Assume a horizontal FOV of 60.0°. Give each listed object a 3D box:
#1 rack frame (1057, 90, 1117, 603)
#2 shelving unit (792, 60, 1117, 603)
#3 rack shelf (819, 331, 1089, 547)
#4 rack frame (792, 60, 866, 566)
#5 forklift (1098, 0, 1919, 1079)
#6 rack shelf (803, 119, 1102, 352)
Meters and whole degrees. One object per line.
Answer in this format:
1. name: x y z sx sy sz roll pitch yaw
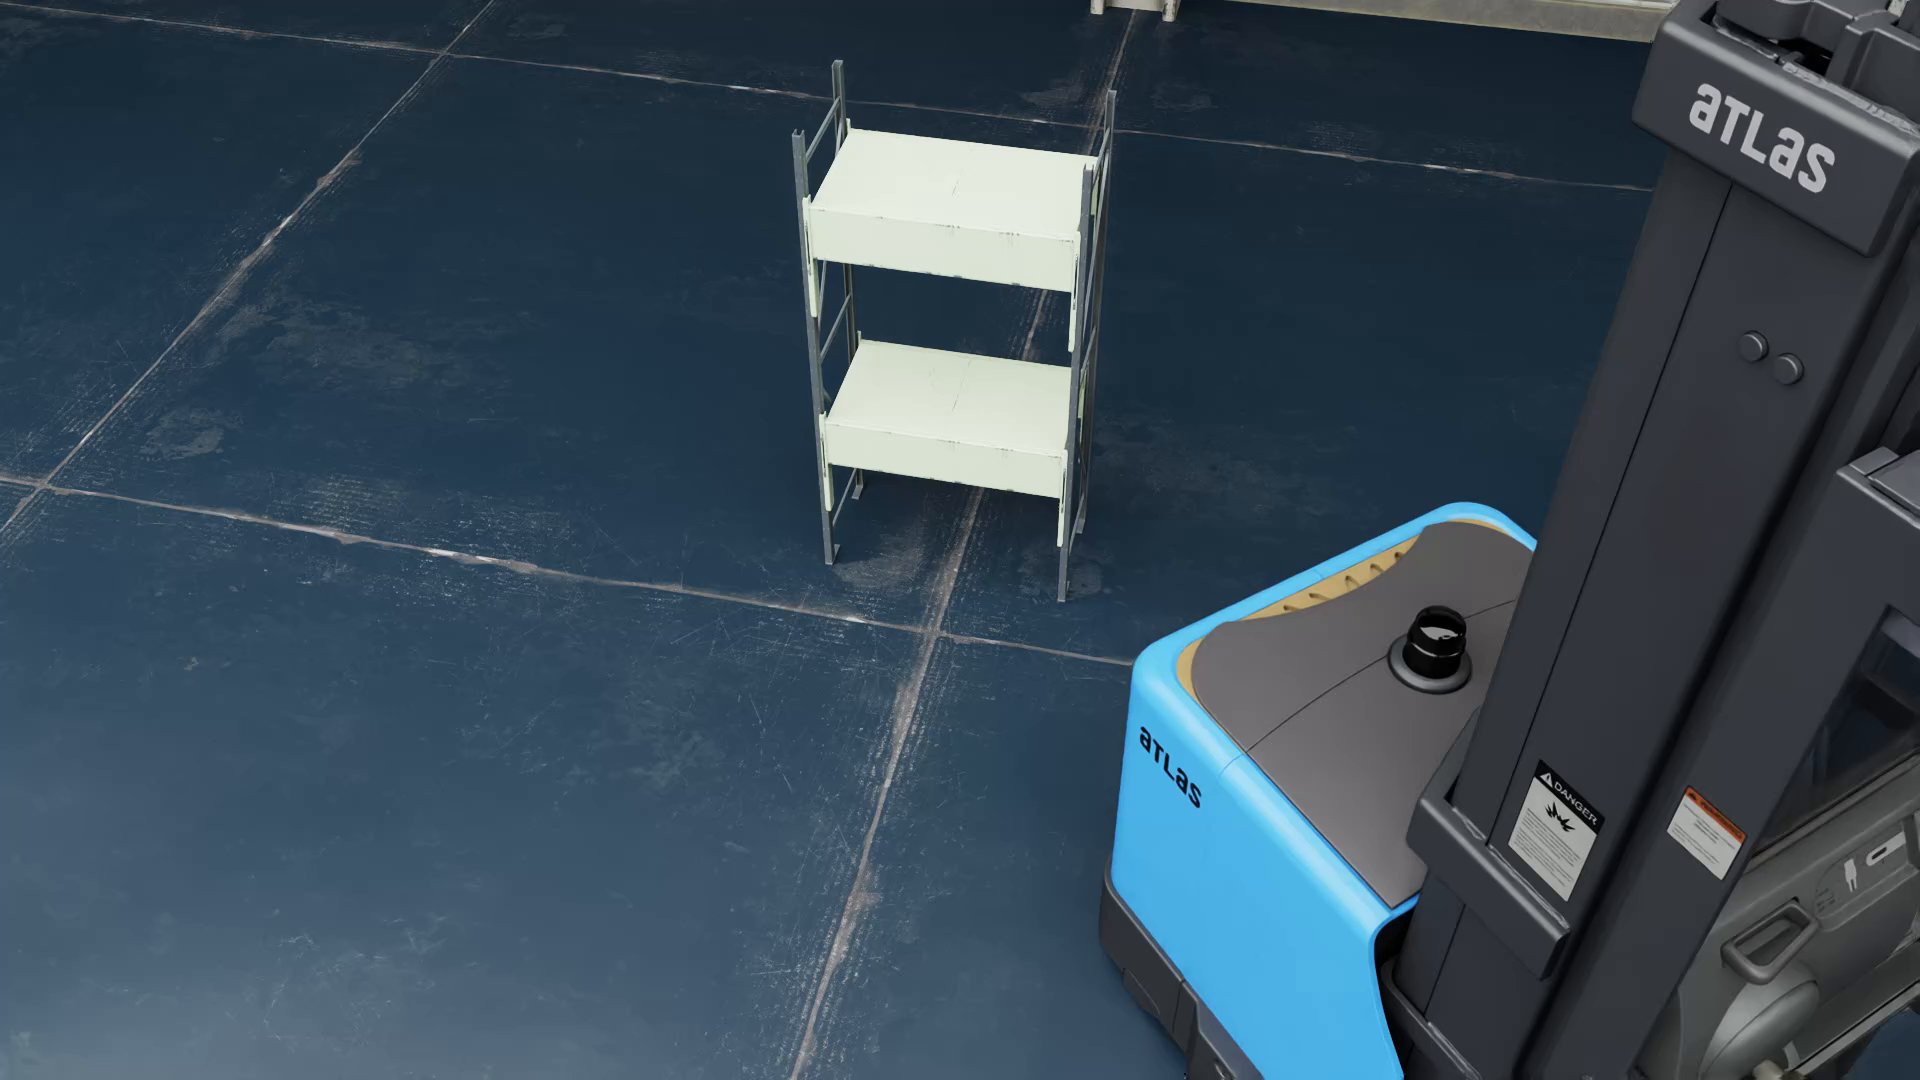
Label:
1. rack frame: 0.351 -0.486 4.673 0.023 1.500 0.400 9 45 9
2. shelving unit: -0.007 -0.541 4.731 0.755 1.500 0.431 9 45 9
3. rack shelf: -0.007 -0.306 4.957 0.720 0.370 0.431 9 45 9
4. rack frame: -0.364 -0.597 4.789 0.023 1.500 0.400 9 45 9
5. forklift: 1.537 0.654 2.457 1.130 2.935 3.031 -23 48 -22
6. rack shelf: -0.007 -0.823 4.460 0.720 0.370 0.431 9 45 9
